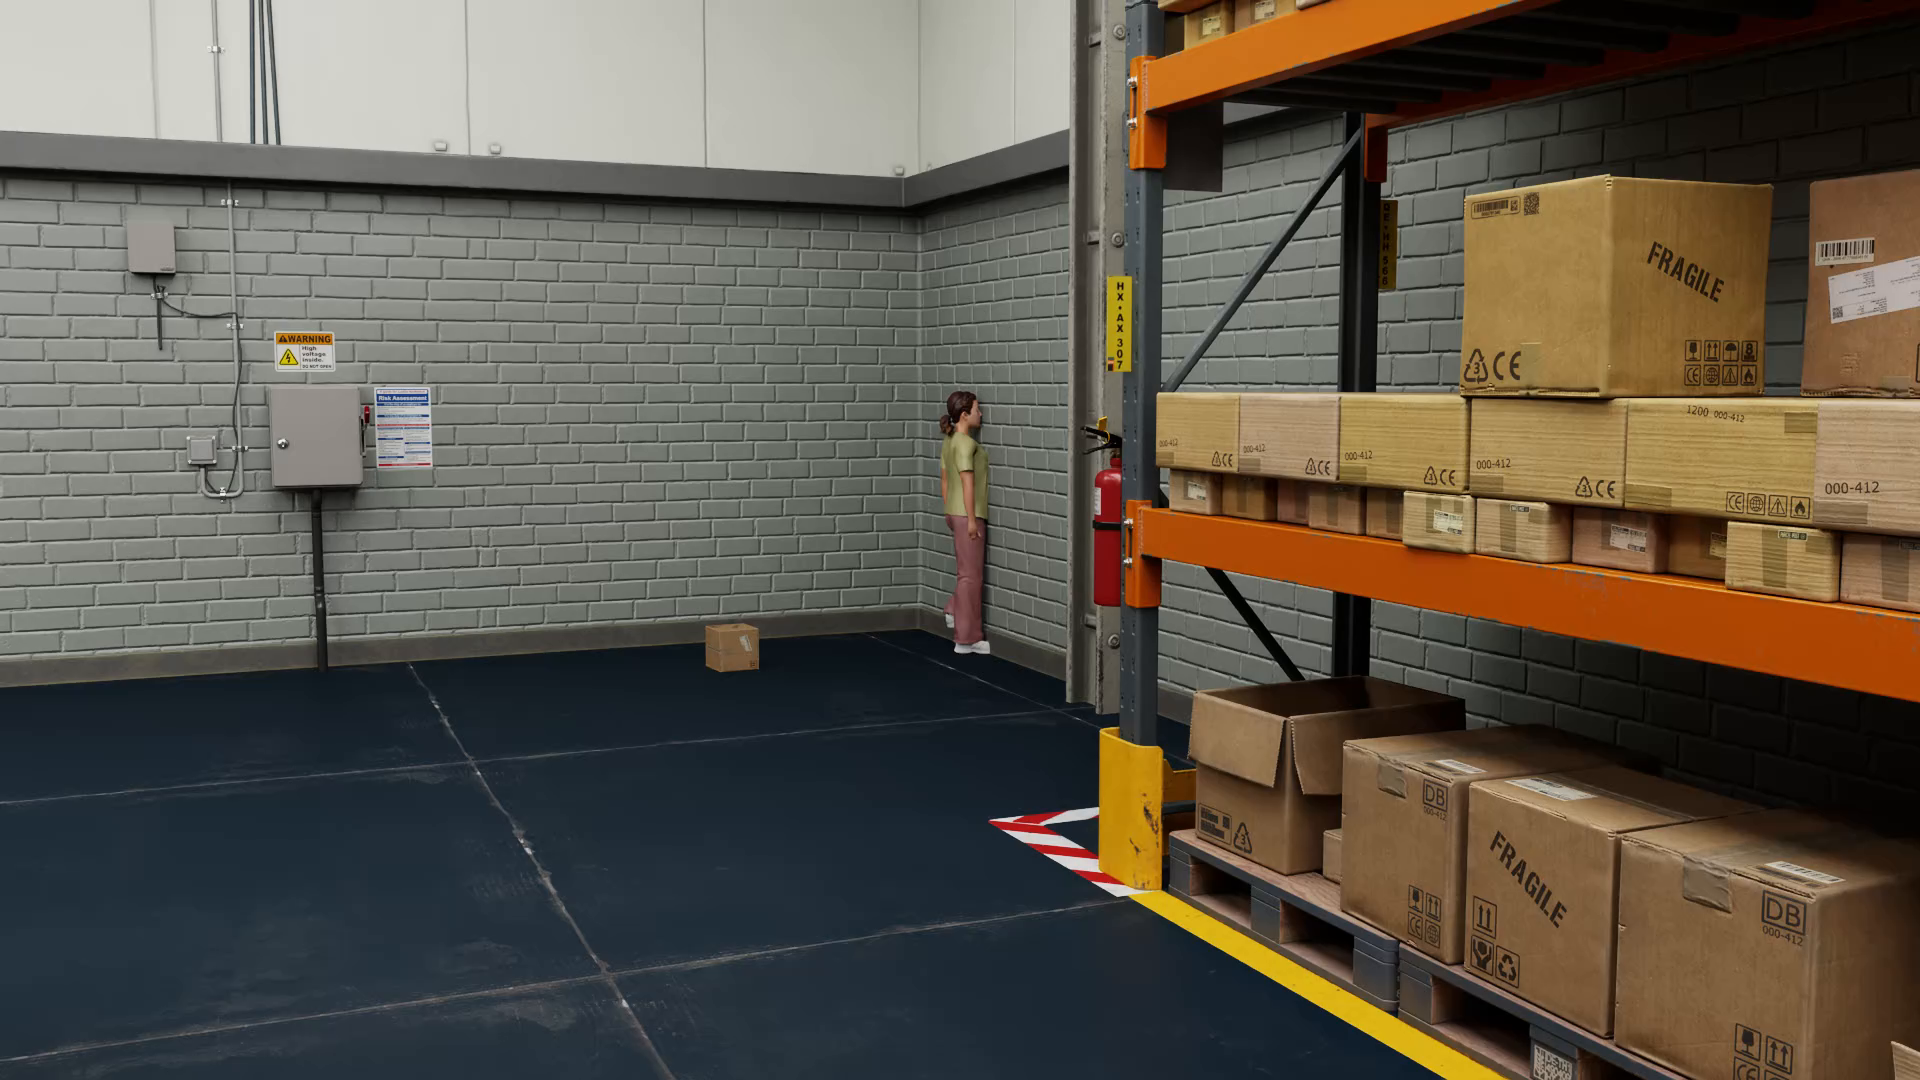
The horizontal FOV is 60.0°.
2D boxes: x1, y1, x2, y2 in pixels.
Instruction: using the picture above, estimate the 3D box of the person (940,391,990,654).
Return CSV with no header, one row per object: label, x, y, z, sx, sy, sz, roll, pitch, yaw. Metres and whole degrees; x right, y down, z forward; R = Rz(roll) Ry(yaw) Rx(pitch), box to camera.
person,0.088,-0.120,10.718,0.470,1.672,0.431,-2,6,-19
